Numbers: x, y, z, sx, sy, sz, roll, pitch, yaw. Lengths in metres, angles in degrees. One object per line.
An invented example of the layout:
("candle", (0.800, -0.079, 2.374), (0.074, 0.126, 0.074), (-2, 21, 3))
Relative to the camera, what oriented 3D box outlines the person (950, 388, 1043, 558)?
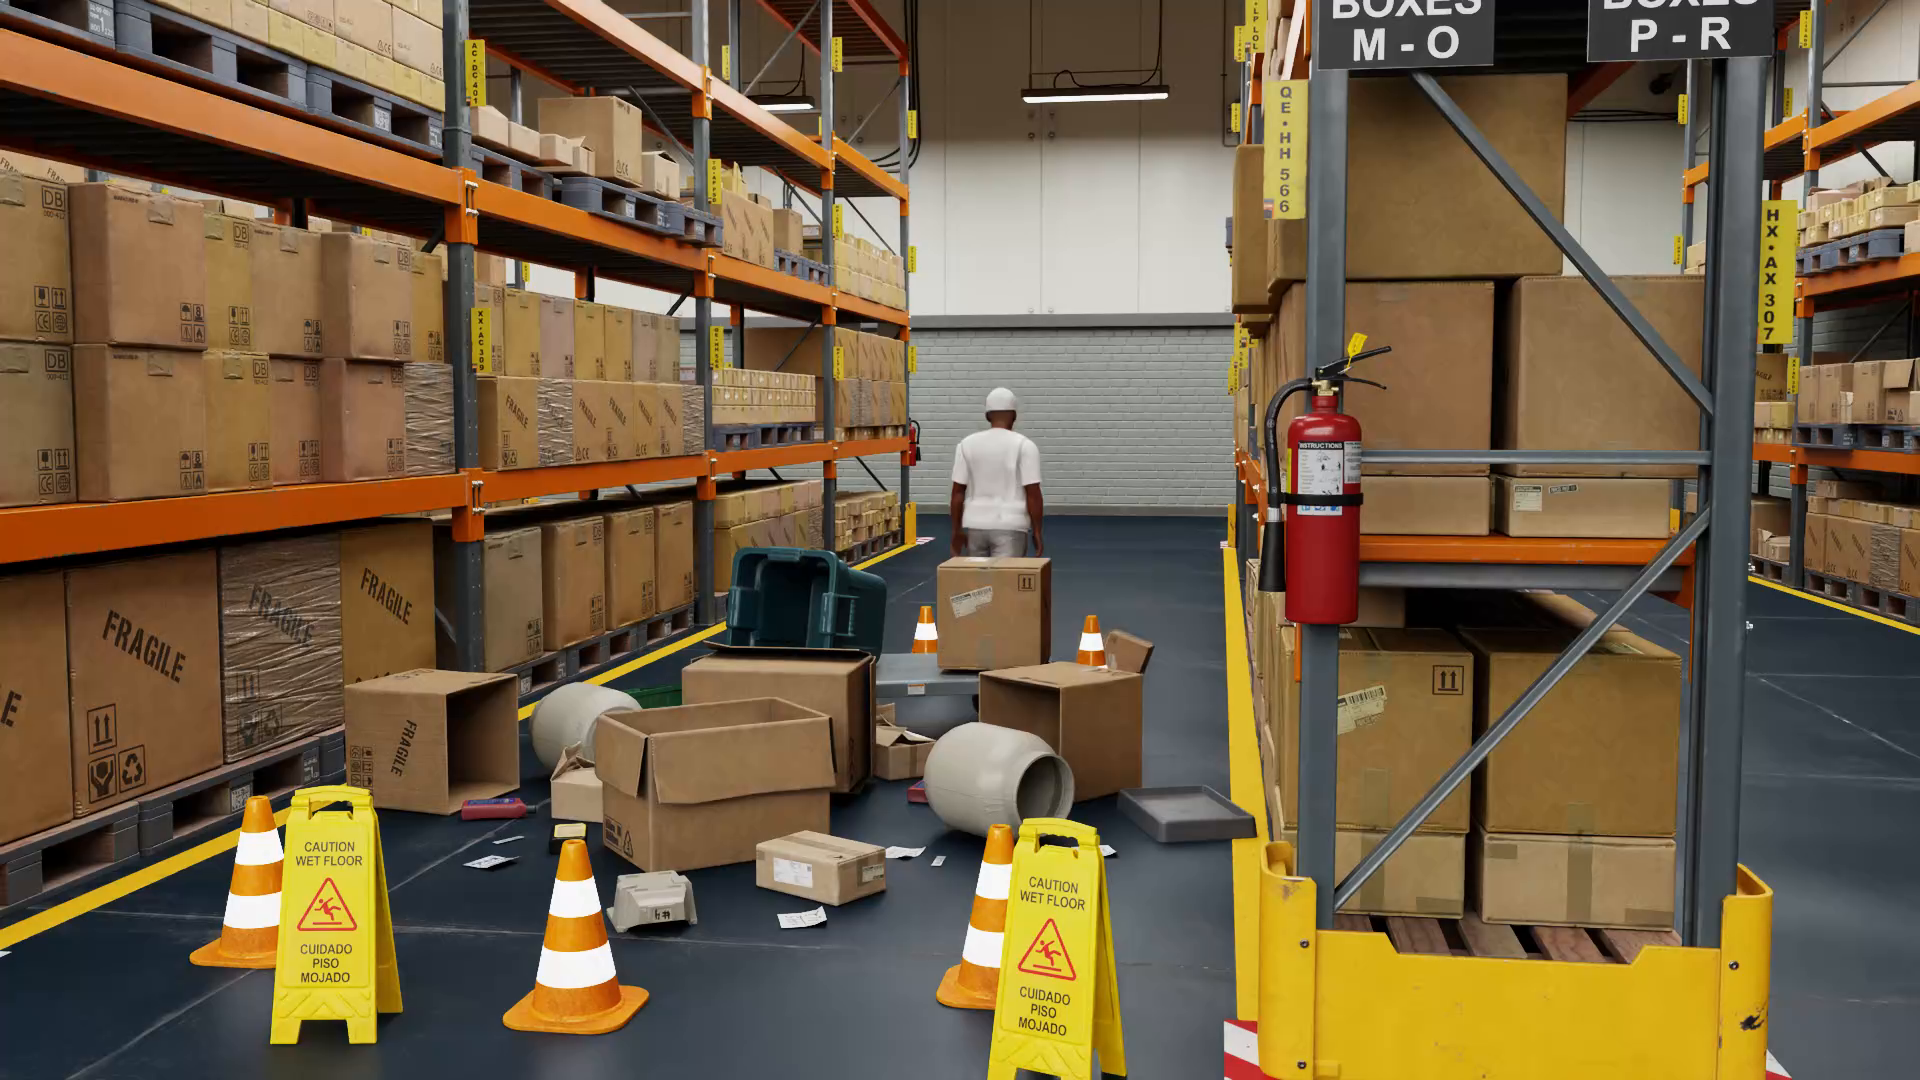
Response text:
("person", (0.218, -0.068, 10.223), (0.687, 1.729, 0.828), (2, 5, 29))
